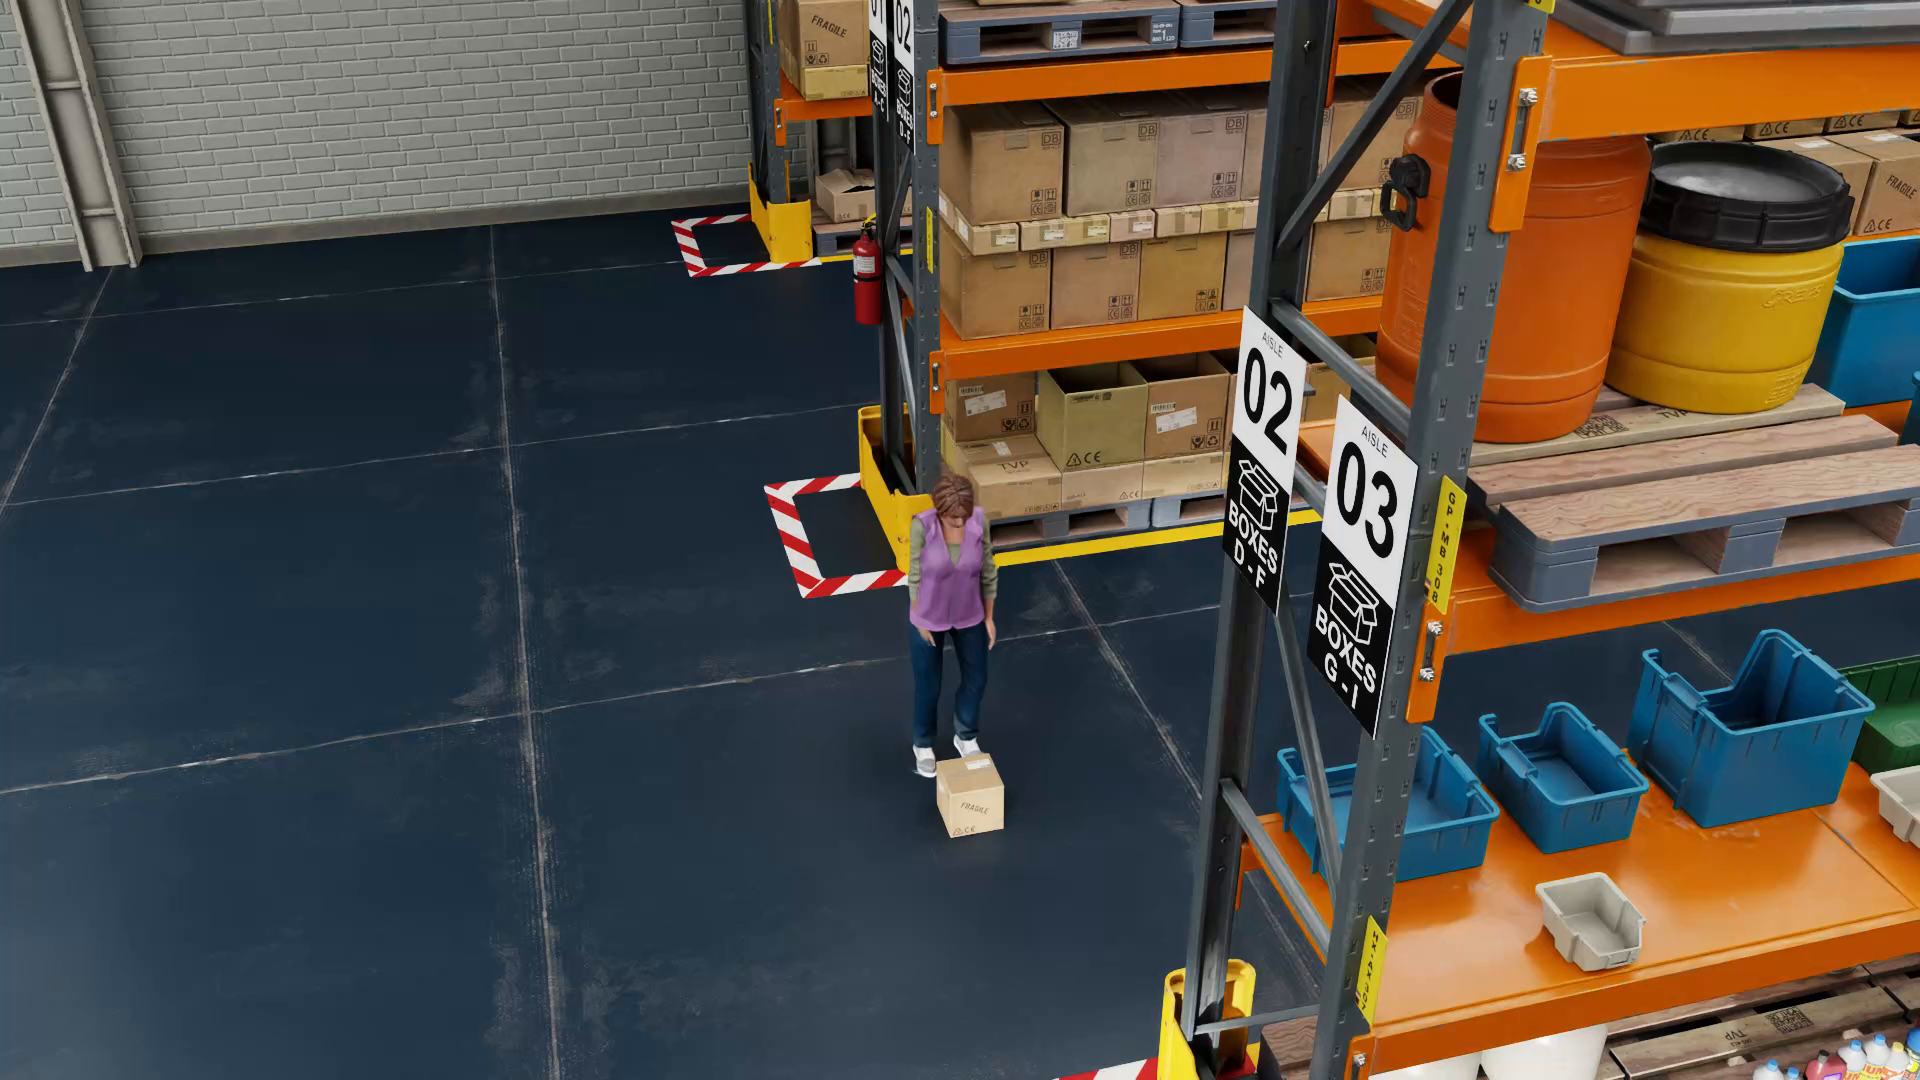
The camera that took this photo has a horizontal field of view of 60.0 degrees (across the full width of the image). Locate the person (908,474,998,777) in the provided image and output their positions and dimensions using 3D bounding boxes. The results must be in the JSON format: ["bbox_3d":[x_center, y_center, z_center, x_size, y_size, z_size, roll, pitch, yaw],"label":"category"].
[{"bbox_3d":[-0.034,0.379,7.644,0.417,1.563,0.341,-7,31,-12],"label":"person"}]
